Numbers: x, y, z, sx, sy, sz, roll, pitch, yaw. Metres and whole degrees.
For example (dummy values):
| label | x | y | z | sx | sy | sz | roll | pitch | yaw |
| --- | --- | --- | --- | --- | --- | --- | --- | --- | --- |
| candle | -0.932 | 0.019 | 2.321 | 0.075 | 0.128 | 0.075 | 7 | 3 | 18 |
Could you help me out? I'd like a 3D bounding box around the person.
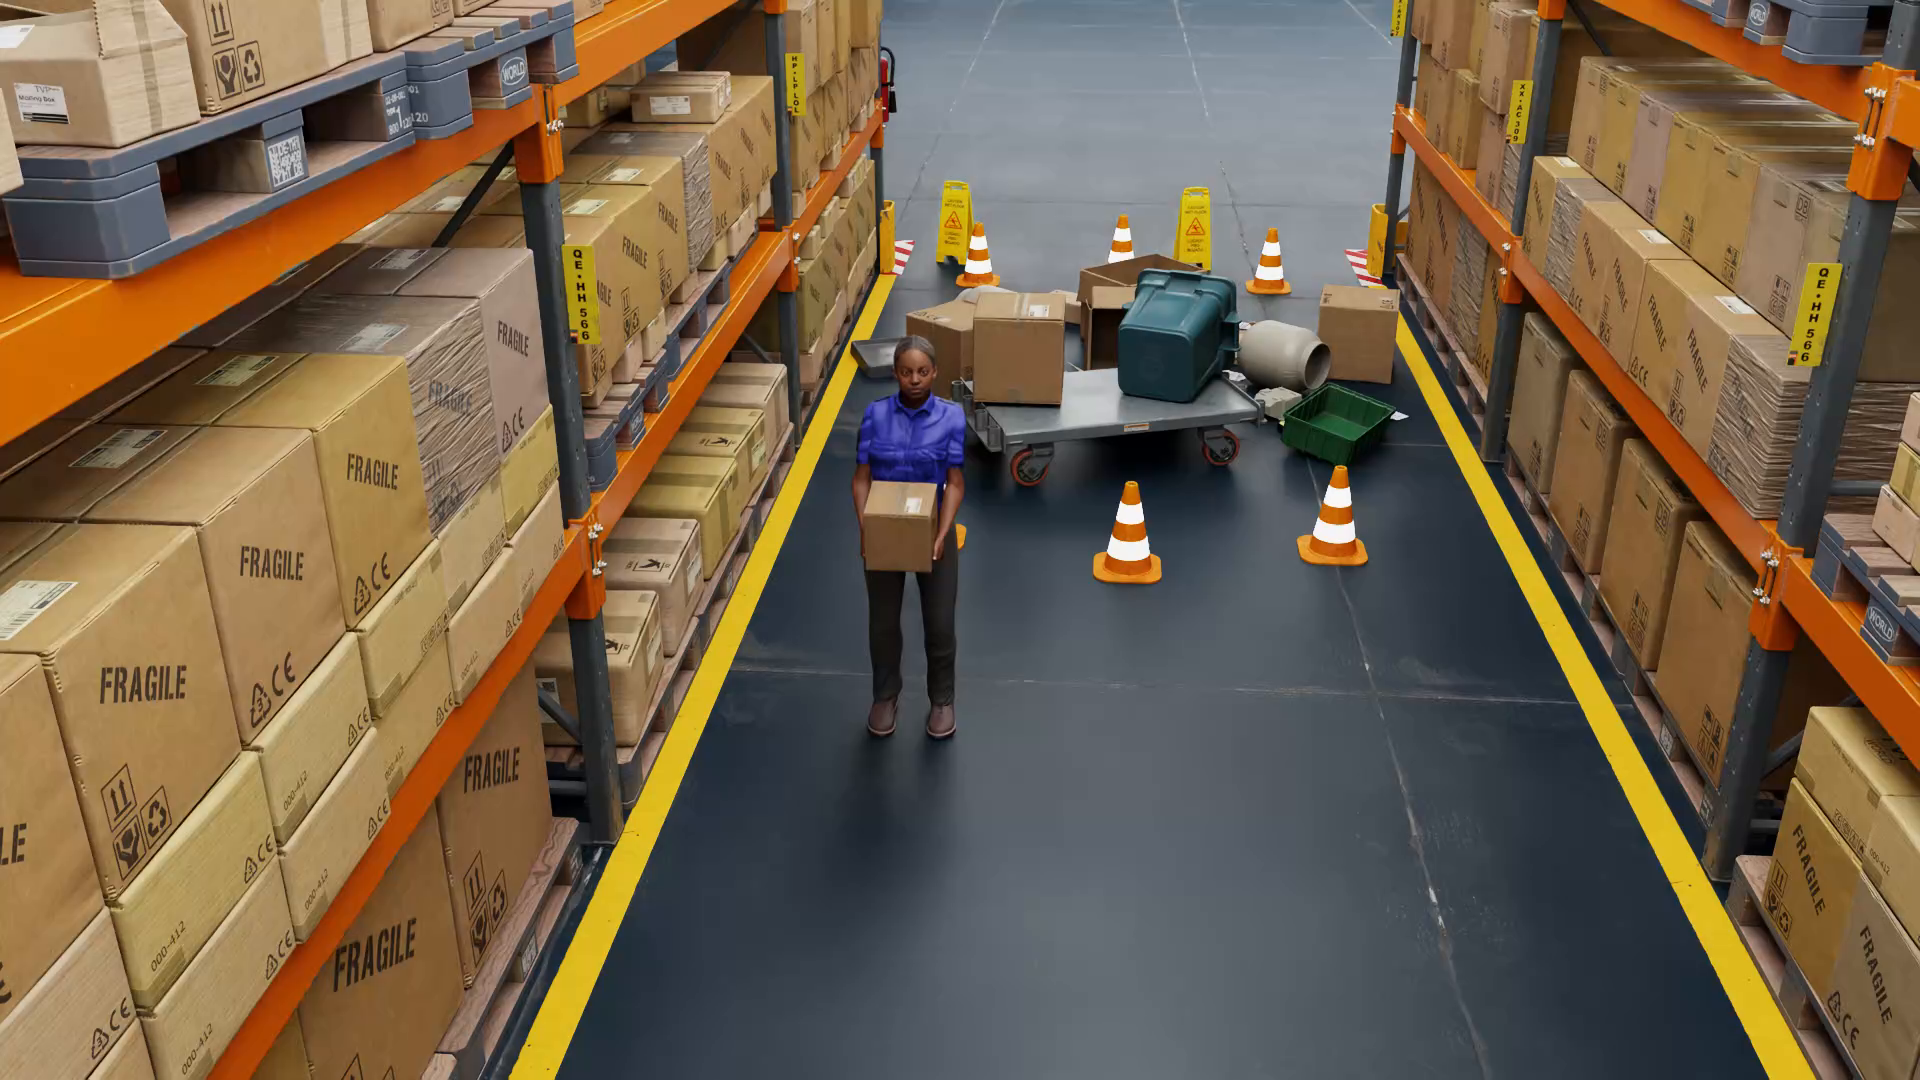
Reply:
| label | x | y | z | sx | sy | sz | roll | pitch | yaw |
| --- | --- | --- | --- | --- | --- | --- | --- | --- | --- |
| person | -0.205 | 0.032 | 6.555 | 0.451 | 1.650 | 0.518 | 2 | 25 | 5 |
